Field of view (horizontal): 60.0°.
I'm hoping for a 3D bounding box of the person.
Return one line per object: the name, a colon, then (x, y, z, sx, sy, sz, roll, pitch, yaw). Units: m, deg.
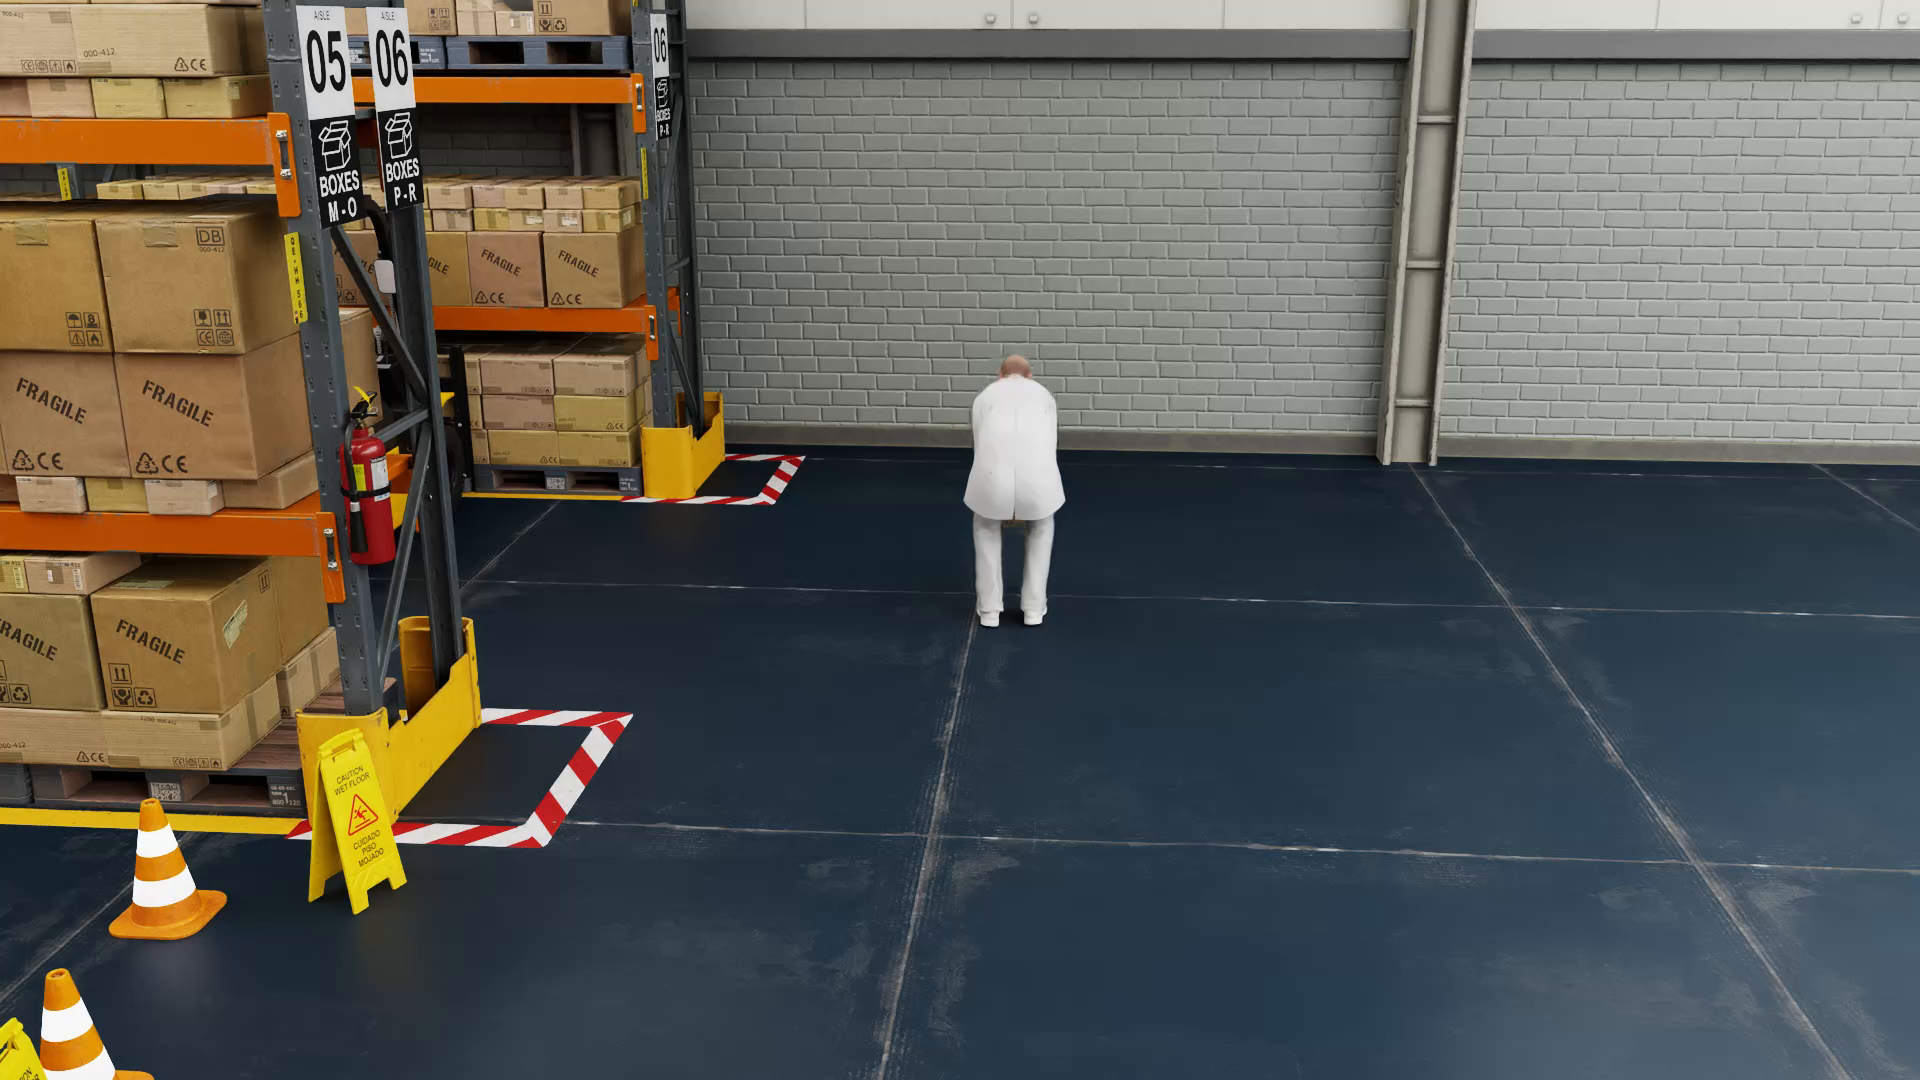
person: (0.303, -0.265, 9.167, 0.551, 1.344, 0.891, 1, 17, 3)
